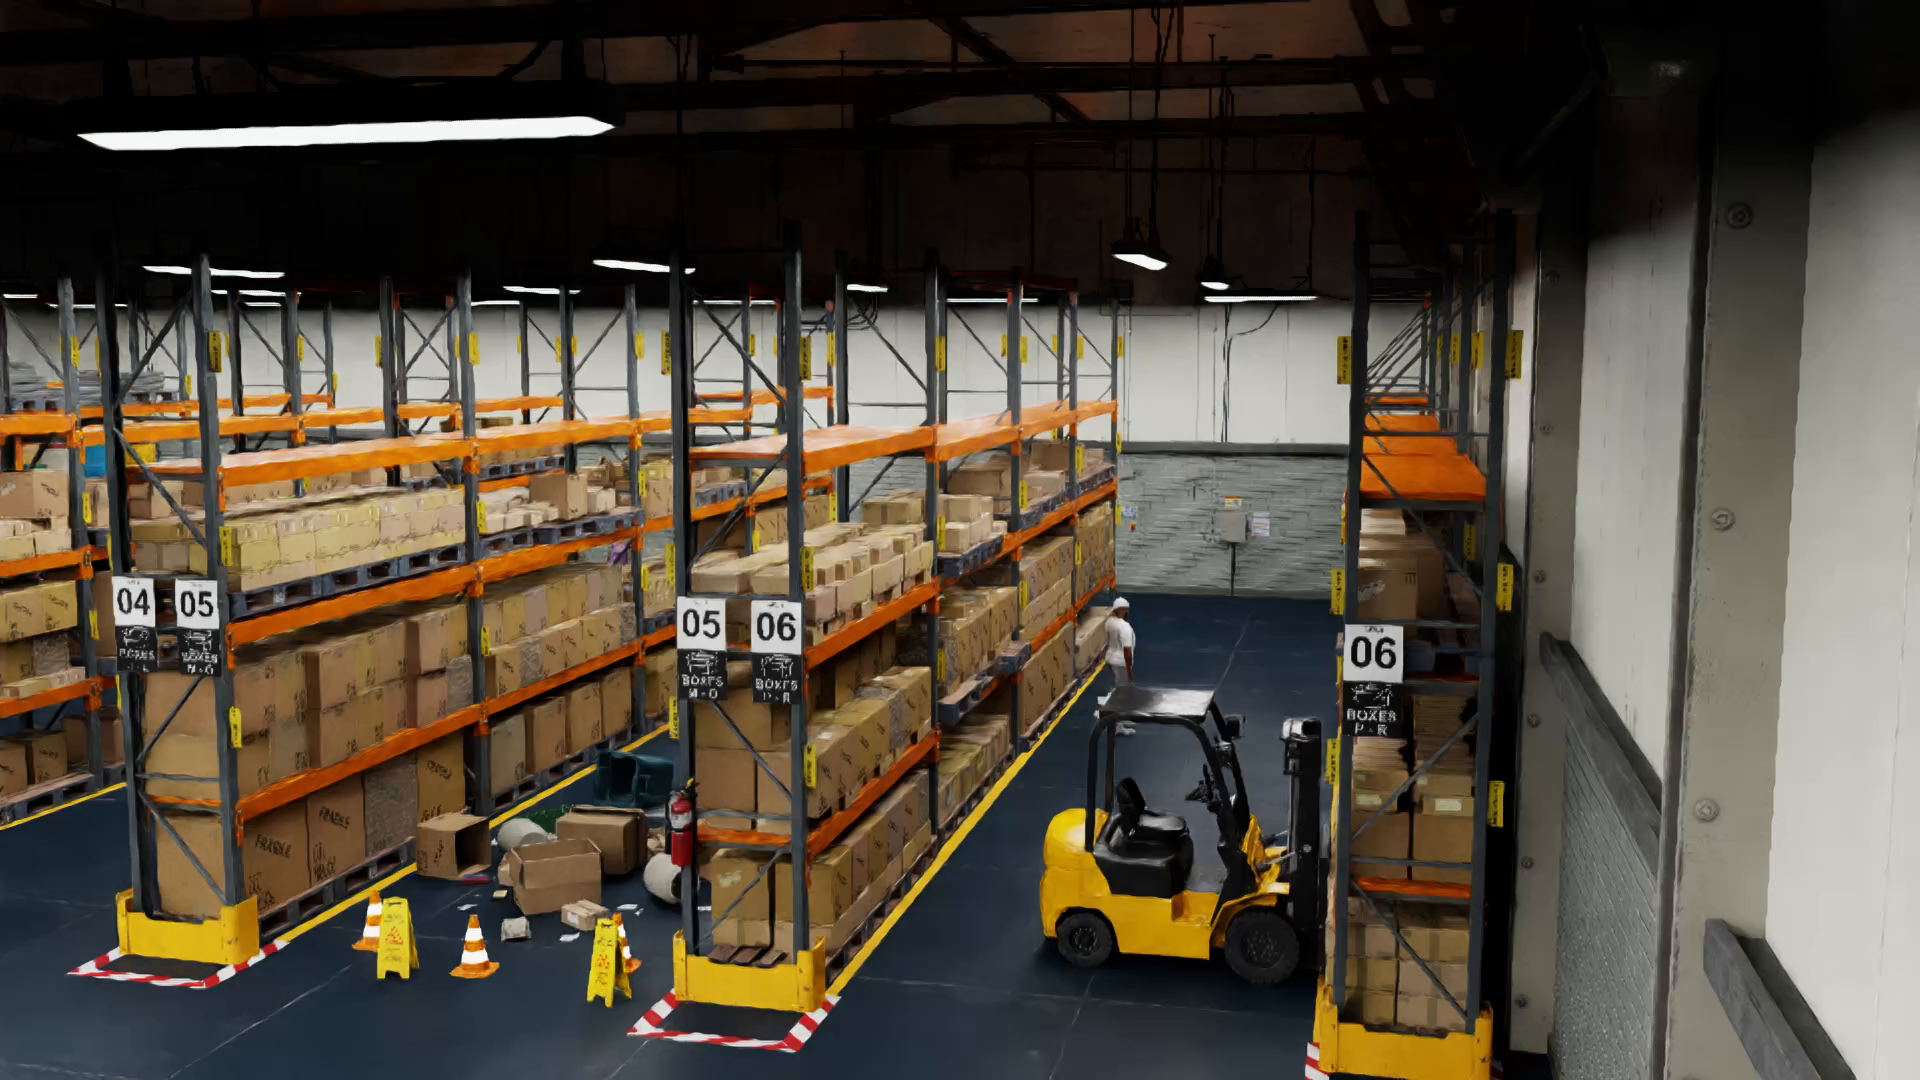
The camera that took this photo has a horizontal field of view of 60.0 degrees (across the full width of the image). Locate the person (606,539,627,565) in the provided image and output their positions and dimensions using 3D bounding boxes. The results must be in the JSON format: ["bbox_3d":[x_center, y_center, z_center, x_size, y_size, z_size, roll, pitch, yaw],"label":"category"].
[{"bbox_3d":[-6.531,0.549,31.491,0.475,1.597,0.491,-4,8,-31],"label":"person"}]

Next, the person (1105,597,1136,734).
[{"bbox_3d":[2.150,1.623,21.770,0.448,1.768,0.593,-2,7,-17],"label":"person"}]
